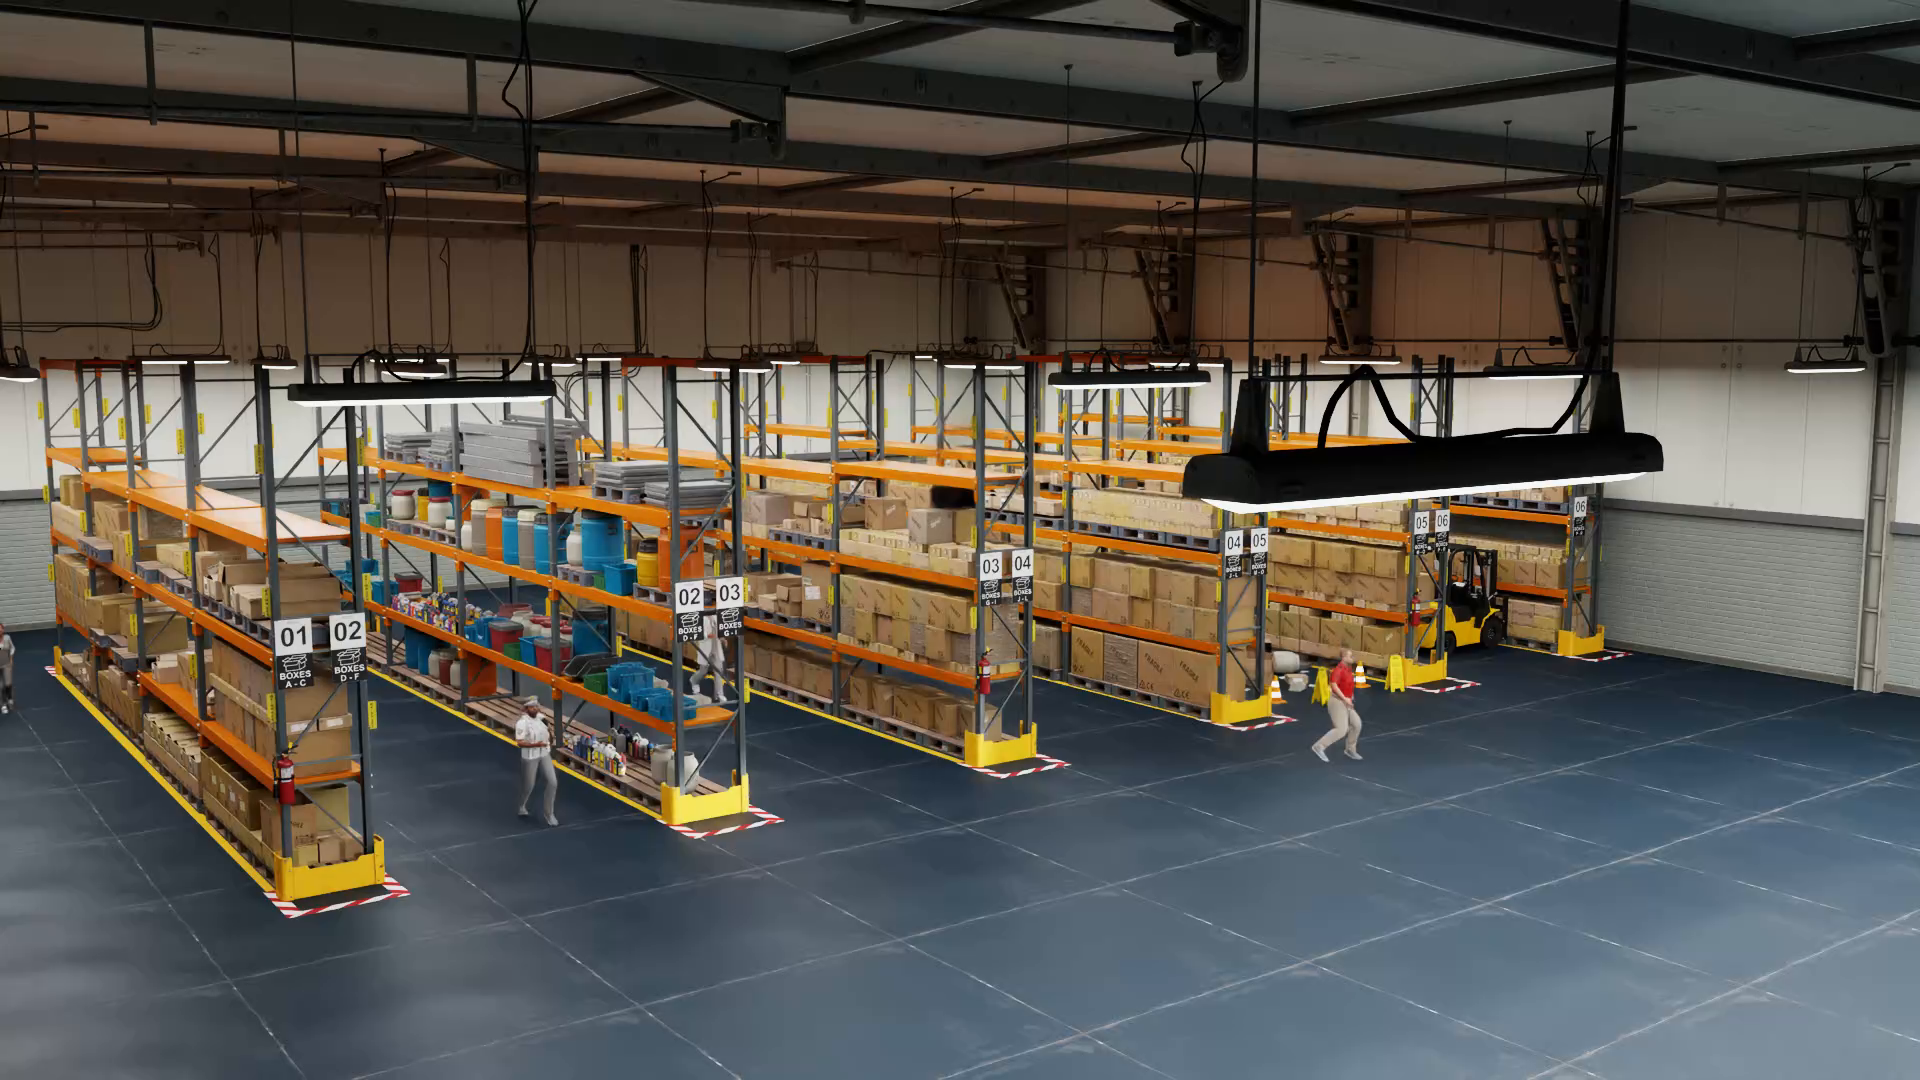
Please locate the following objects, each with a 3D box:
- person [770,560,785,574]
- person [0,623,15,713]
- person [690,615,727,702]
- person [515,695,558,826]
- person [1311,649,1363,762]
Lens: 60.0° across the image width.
[{"bbox_3d":[-4.660,0.447,41.878,0.882,1.759,0.645,-6,9,-41],"label":"person"},{"bbox_3d":[-16.270,2.174,28.190,0.499,1.565,0.551,-6,9,-40],"label":"person"},{"bbox_3d":[-4.394,1.939,29.230,0.715,1.755,0.962,-5,9,-37],"label":"person"},{"bbox_3d":[-5.597,2.886,21.933,0.581,1.736,0.765,-6,9,-43],"label":"person"},{"bbox_3d":[5.719,2.515,25.078,0.735,1.735,0.898,2,7,19],"label":"person"}]
